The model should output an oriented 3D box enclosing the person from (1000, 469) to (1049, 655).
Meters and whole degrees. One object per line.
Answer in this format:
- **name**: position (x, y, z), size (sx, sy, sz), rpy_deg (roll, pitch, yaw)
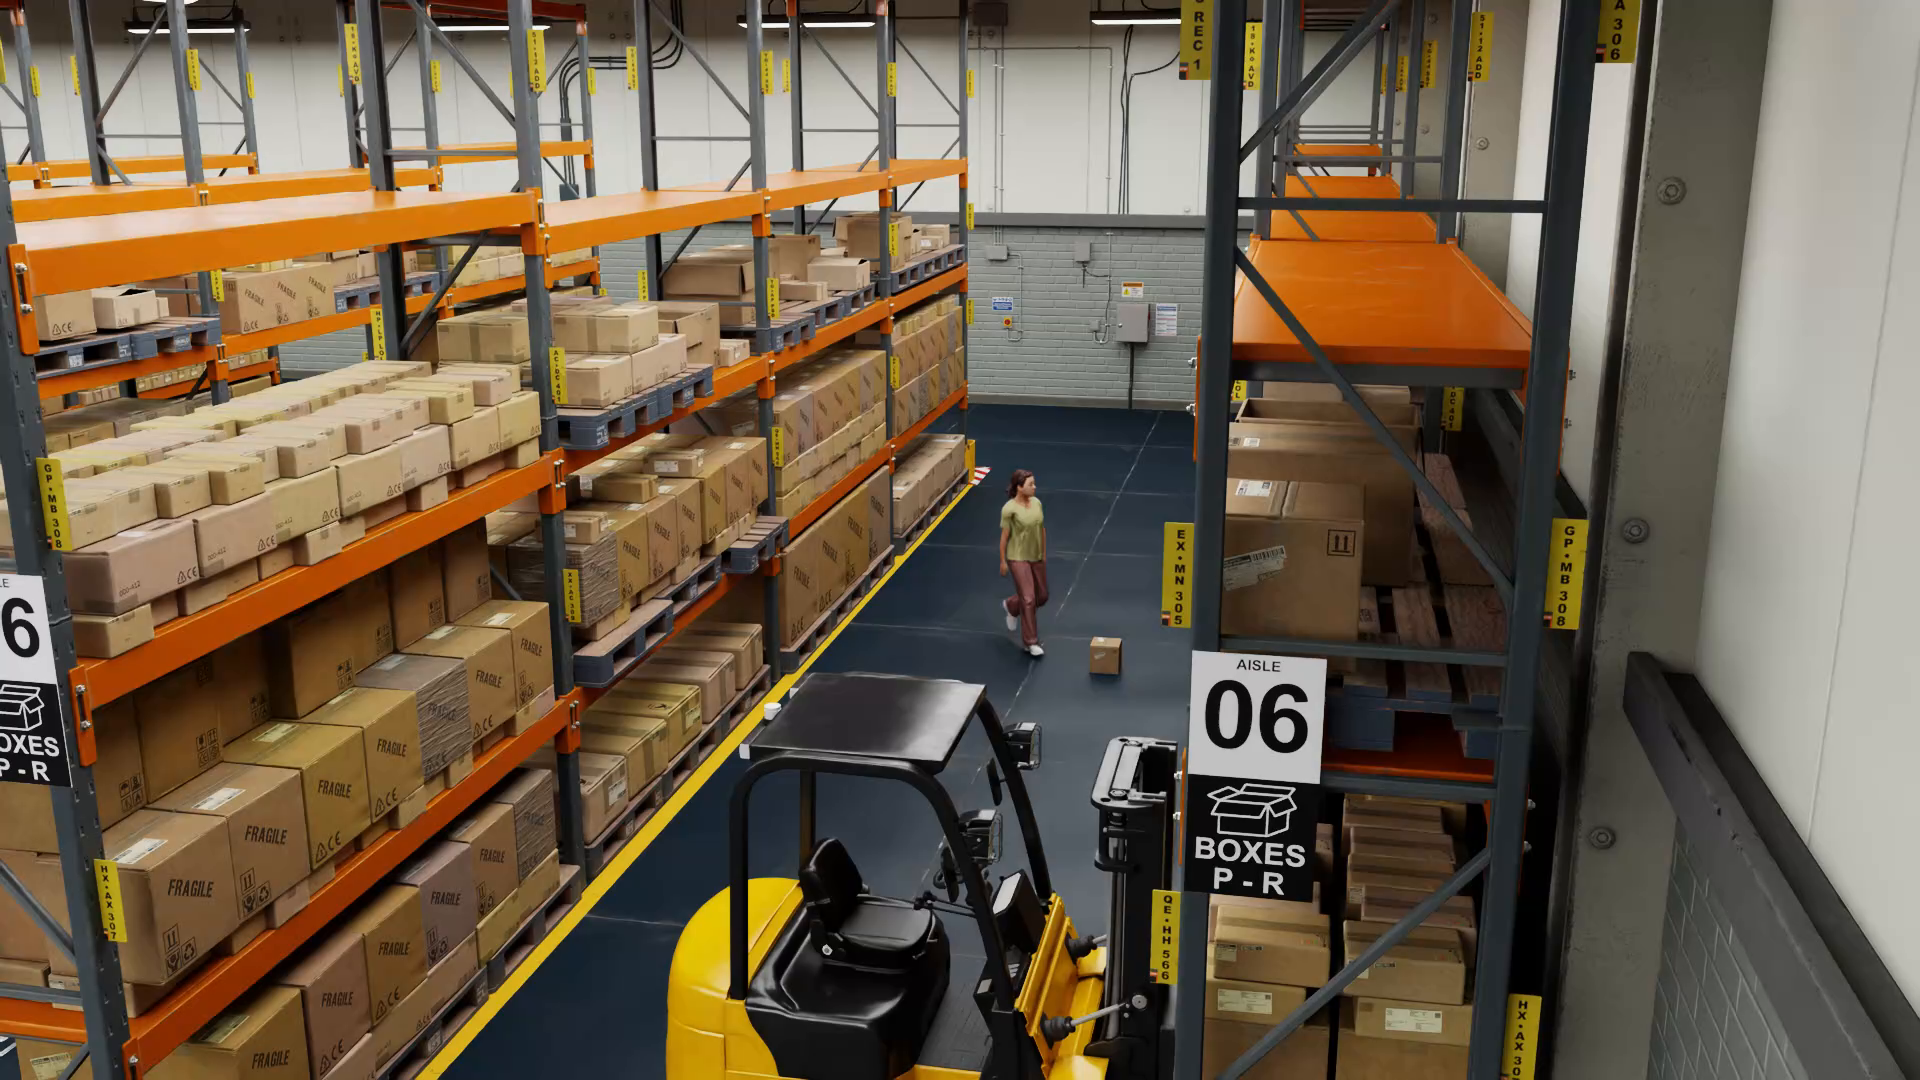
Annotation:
- **person**: position (0.565, 0.164, 14.877), size (0.471, 1.642, 0.779), rpy_deg (-9, 17, -32)
